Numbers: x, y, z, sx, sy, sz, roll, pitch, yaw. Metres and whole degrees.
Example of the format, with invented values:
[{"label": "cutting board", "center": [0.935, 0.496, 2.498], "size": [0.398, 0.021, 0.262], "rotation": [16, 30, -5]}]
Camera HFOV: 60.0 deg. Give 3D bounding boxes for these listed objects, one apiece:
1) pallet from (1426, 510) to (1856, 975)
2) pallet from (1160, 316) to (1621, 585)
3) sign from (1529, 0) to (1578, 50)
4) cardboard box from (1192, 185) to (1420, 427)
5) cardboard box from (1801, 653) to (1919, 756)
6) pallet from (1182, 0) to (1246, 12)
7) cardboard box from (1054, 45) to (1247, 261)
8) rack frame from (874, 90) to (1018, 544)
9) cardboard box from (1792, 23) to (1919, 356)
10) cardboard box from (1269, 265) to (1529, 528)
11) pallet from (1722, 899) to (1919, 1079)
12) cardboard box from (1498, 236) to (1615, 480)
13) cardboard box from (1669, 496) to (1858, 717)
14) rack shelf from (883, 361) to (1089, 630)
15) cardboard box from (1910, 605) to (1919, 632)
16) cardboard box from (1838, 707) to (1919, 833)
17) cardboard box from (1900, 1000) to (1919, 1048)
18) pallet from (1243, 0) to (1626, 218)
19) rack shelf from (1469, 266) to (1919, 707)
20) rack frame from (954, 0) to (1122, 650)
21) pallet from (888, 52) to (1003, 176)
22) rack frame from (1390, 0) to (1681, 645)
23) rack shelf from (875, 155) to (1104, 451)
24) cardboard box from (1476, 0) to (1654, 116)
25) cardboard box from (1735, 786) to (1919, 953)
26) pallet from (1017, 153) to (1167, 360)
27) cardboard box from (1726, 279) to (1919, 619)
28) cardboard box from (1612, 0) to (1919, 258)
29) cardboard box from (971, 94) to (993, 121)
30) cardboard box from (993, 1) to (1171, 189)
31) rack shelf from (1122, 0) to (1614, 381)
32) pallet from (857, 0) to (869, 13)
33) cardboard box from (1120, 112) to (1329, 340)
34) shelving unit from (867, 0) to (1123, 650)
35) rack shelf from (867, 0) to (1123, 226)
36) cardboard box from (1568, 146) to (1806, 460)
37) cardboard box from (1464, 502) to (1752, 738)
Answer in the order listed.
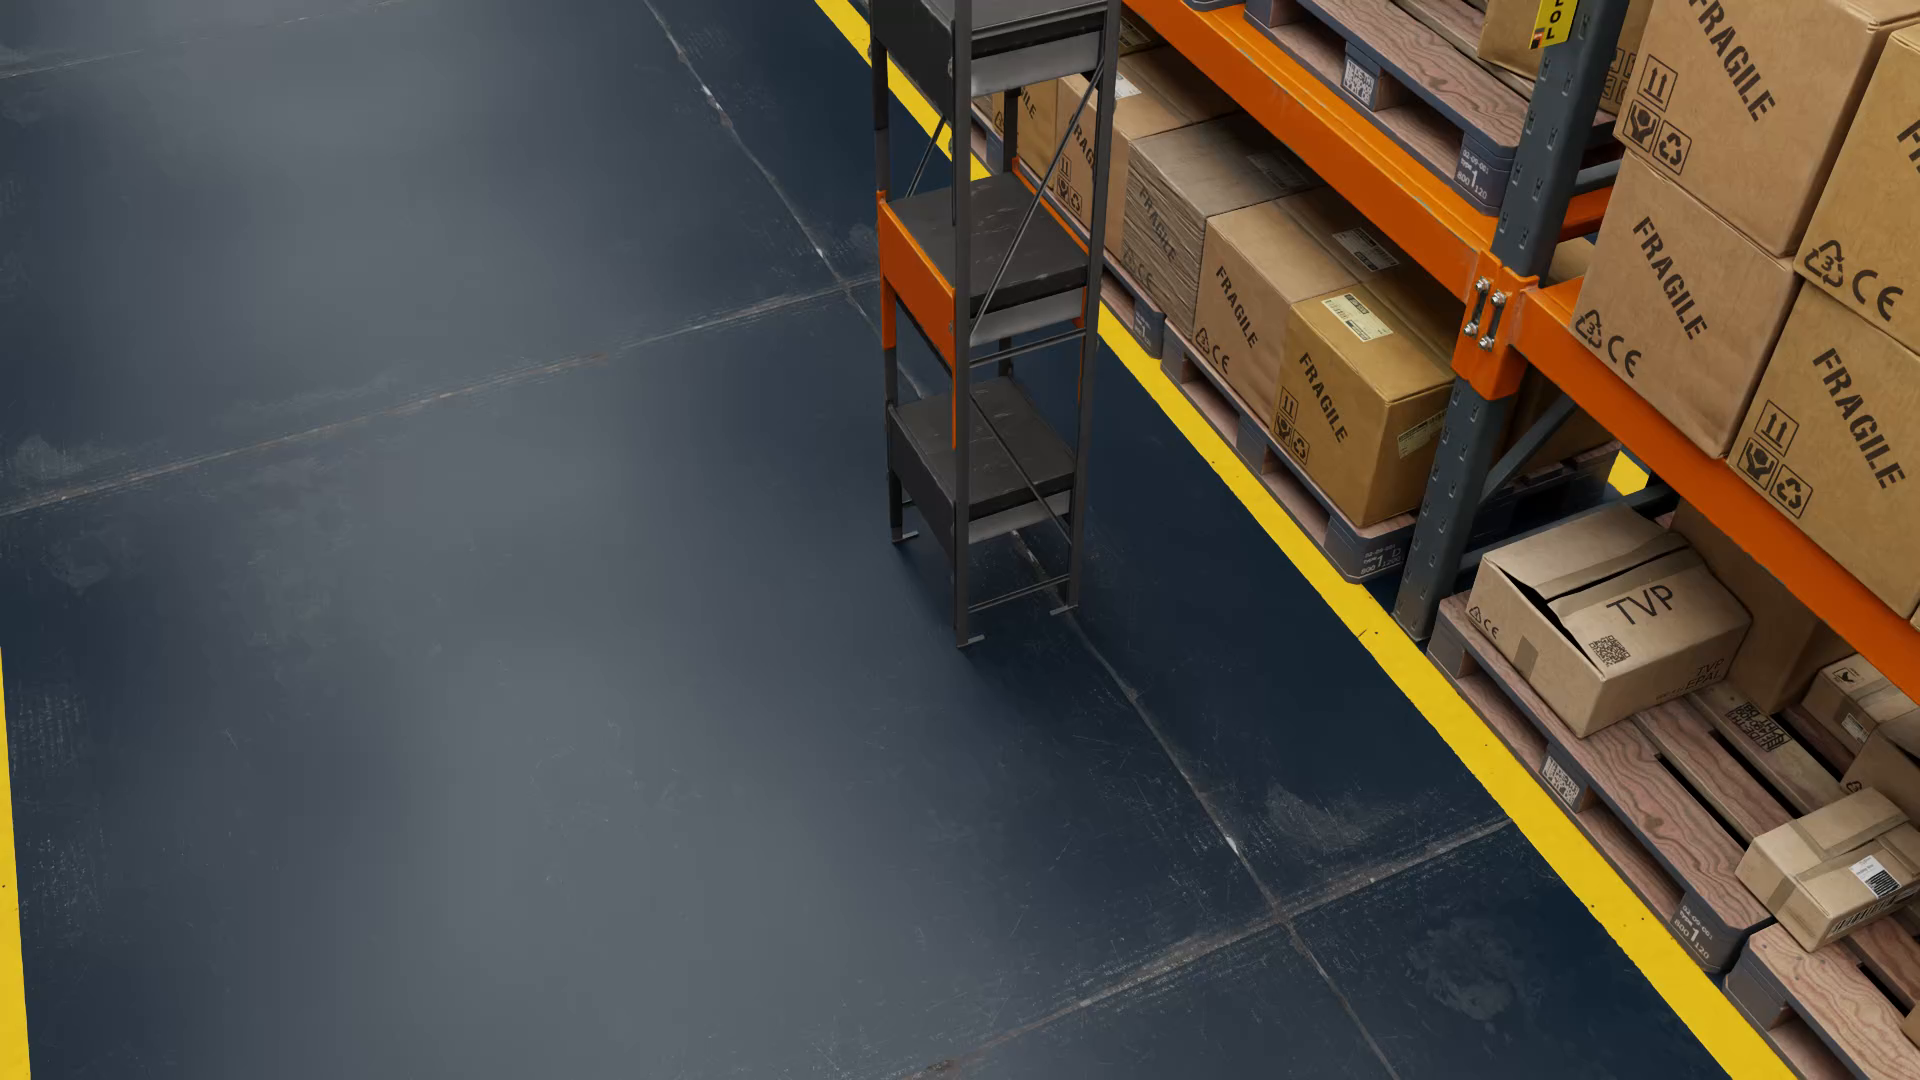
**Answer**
[{"label": "pallet", "center": [2.066, 0.486, 4.607], "size": [1.003, 0.211, 1.213], "rotation": [-18, 47, -17]}, {"label": "pallet", "center": [1.402, -0.459, 5.565], "size": [1.003, 0.211, 1.213], "rotation": [-18, 47, -17]}, {"label": "sign", "center": [1.276, -1.190, 3.496], "size": [0.100, 0.325, 0.005], "rotation": [-18, 47, -17]}, {"label": "cardboard box", "center": [1.110, -0.758, 5.349], "size": [0.500, 0.500, 0.500], "rotation": [-18, 47, -17]}, {"label": "cardboard box", "center": [2.487, 0.415, 4.411], "size": [0.380, 0.149, 0.250], "rotation": [-18, 47, -17]}, {"label": "pallet", "center": [0.918, -2.187, 5.467], "size": [1.003, 0.211, 1.213], "rotation": [-18, 47, -17]}, {"label": "cardboard box", "center": [0.684, -1.401, 6.001], "size": [0.500, 0.500, 0.500], "rotation": [-20, 48, -19]}, {"label": "rack frame", "center": [-0.033, -0.797, 4.563], "size": [0.400, 2.100, 0.015], "rotation": [-18, 47, -17]}, {"label": "cardboard box", "center": [1.938, -0.624, 2.963], "size": [0.500, 0.500, 0.500], "rotation": [-19, 48, -19]}, {"label": "cardboard box", "center": [1.310, -0.441, 5.028], "size": [0.500, 0.500, 0.500], "rotation": [-18, 47, -18]}, {"label": "pallet", "center": [2.583, 1.265, 3.818], "size": [1.003, 0.211, 1.213], "rotation": [-18, 47, -17]}, {"label": "cardboard box", "center": [1.796, -0.591, 5.180], "size": [0.500, 0.500, 0.500], "rotation": [-20, 48, -19]}, {"label": "cardboard box", "center": [2.275, 0.068, 4.512], "size": [0.500, 0.500, 0.500], "rotation": [-18, 47, -17]}, {"label": "rack shelf", "center": [0.070, -0.134, 4.907], "size": [0.431, 0.518, 0.480], "rotation": [-18, 47, -17]}, {"label": "cardboard box", "center": [2.172, 0.070, 2.972], "size": [0.500, 0.500, 0.500], "rotation": [-18, 47, -18]}, {"label": "cardboard box", "center": [2.590, 0.614, 4.094], "size": [0.500, 0.311, 0.500], "rotation": [-18, 47, -17]}, {"label": "cardboard box", "center": [2.573, 0.984, 3.582], "size": [0.797, 0.503, 0.637], "rotation": [-18, 47, -17]}, {"label": "pallet", "center": [1.541, -1.417, 4.687], "size": [1.003, 0.211, 1.213], "rotation": [-18, 47, -17]}, {"label": "rack shelf", "center": [2.619, 0.586, 3.032], "size": [1.077, 0.370, 4.000], "rotation": [-18, 47, -17]}, {"label": "rack frame", "center": [0.172, -0.486, 4.248], "size": [0.400, 2.100, 0.015], "rotation": [-18, 47, -17]}, {"label": "pallet", "center": [0.376, -2.014, 7.141], "size": [1.003, 0.211, 1.213], "rotation": [-18, 47, -17]}, {"label": "rack frame", "center": [1.778, -0.944, 4.071], "size": [1.000, 3.000, 0.127], "rotation": [-18, 47, -17]}, {"label": "rack shelf", "center": [0.070, -0.632, 4.415], "size": [0.431, 0.518, 0.480], "rotation": [-18, 47, -17]}, {"label": "cardboard box", "center": [1.782, -1.497, 4.262], "size": [0.700, 0.500, 0.500], "rotation": [-34, 54, -30]}, {"label": "cardboard box", "center": [2.131, 0.787, 4.020], "size": [0.380, 0.166, 0.250], "rotation": [-18, 47, -17]}, {"label": "pallet", "center": [0.885, -1.237, 6.354], "size": [1.003, 0.211, 1.213], "rotation": [-18, 47, -17]}, {"label": "cardboard box", "center": [1.963, -0.249, 3.296], "size": [0.500, 0.500, 0.500], "rotation": [-17, 47, -17]}, {"label": "cardboard box", "center": [1.721, -0.952, 3.296], "size": [0.500, 0.500, 0.500], "rotation": [-17, 47, -16]}, {"label": "cardboard box", "center": [0.253, -2.054, 6.662], "size": [0.500, 0.500, 0.500], "rotation": [-20, 48, -19]}, {"label": "cardboard box", "center": [0.460, -1.733, 6.337], "size": [0.500, 0.500, 0.500], "rotation": [-19, 48, -18]}, {"label": "rack shelf", "center": [0.937, -1.963, 5.616], "size": [1.077, 0.370, 4.000], "rotation": [-18, 47, -17]}, {"label": "pallet", "center": [-0.215, -3.037, 8.177], "size": [1.003, 0.211, 1.213], "rotation": [-18, 47, -17]}, {"label": "cardboard box", "center": [0.900, -1.078, 5.673], "size": [0.500, 0.500, 0.500], "rotation": [-17, 47, -17]}, {"label": "shelving unit", "center": [0.070, -0.642, 4.406], "size": [0.431, 2.100, 0.503], "rotation": [-18, 47, -17]}, {"label": "rack shelf", "center": [0.070, -1.130, 3.924], "size": [0.431, 0.518, 0.480], "rotation": [-18, 47, -17]}, {"label": "cardboard box", "center": [1.745, -0.575, 3.625], "size": [0.500, 0.500, 0.500], "rotation": [-17, 47, -16]}, {"label": "cardboard box", "center": [1.758, 0.188, 4.525], "size": [0.500, 0.311, 0.500], "rotation": [-18, 47, -17]}]
